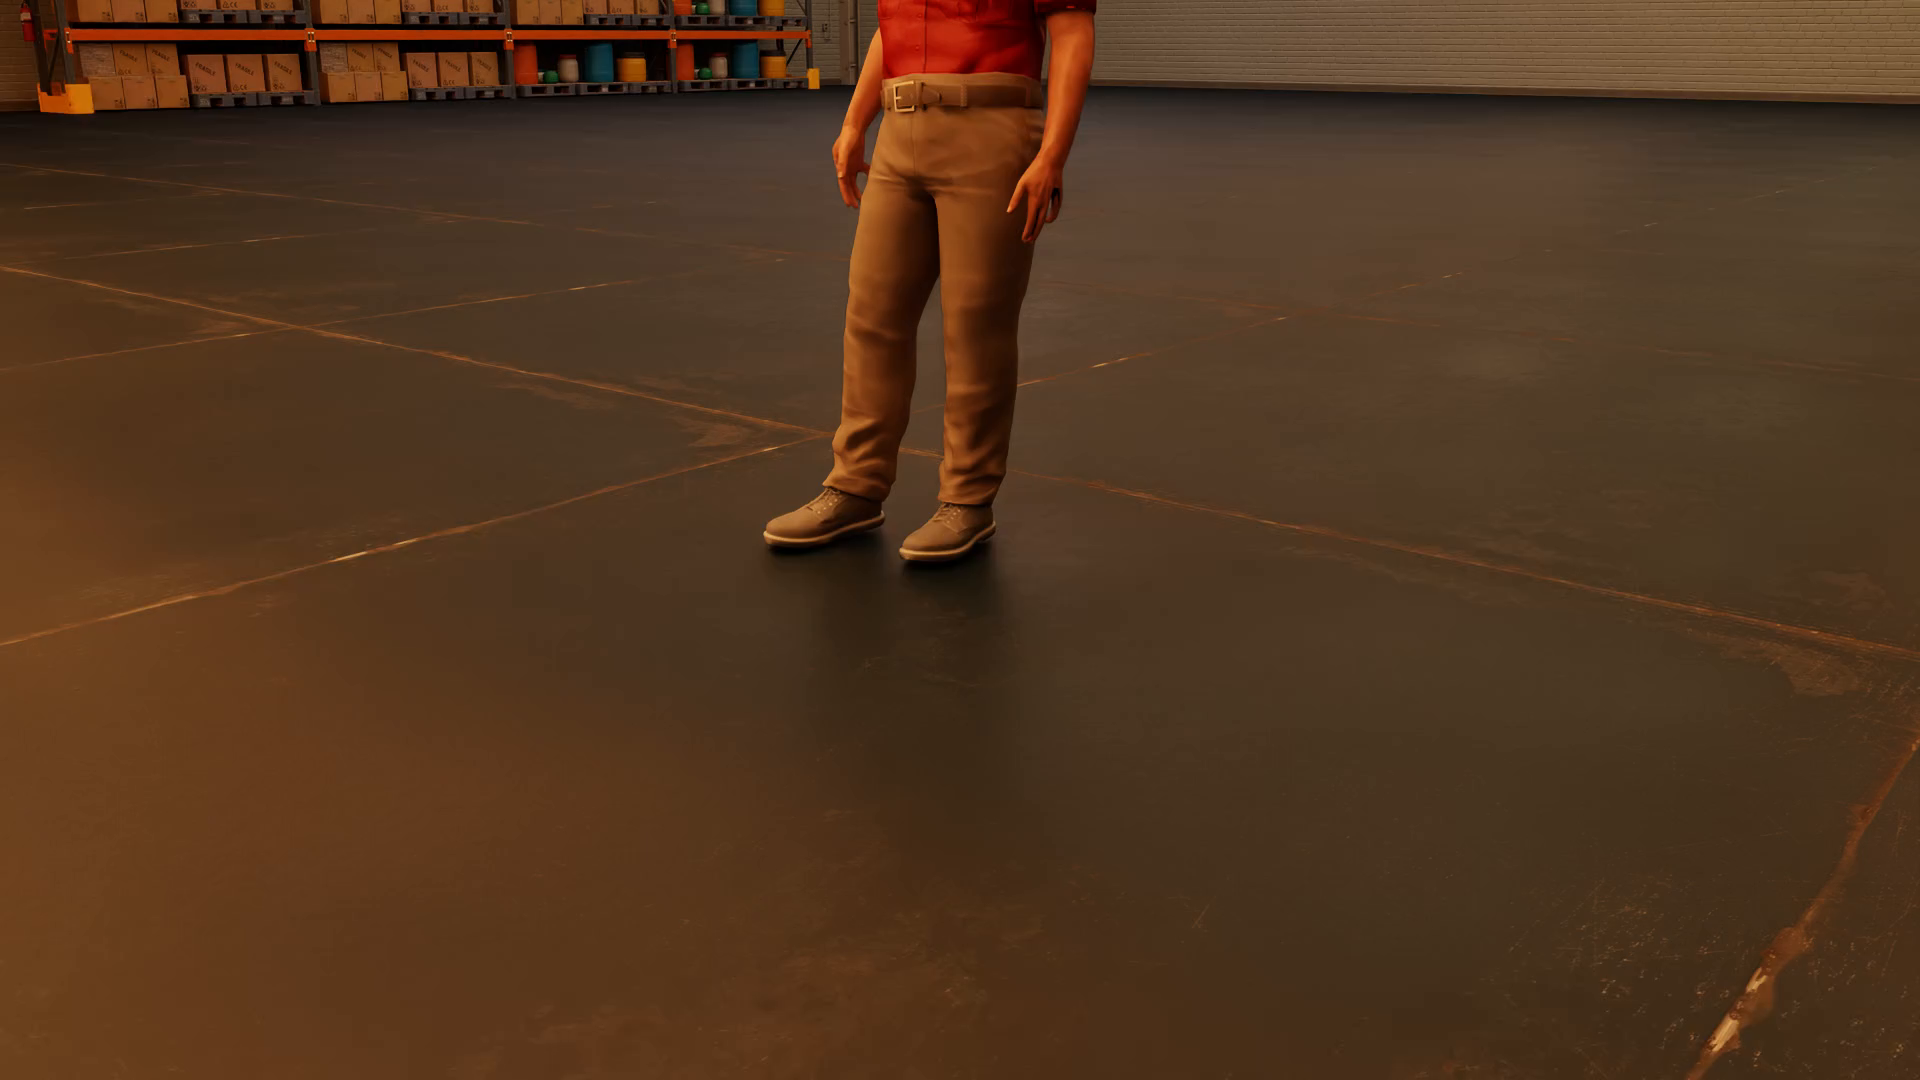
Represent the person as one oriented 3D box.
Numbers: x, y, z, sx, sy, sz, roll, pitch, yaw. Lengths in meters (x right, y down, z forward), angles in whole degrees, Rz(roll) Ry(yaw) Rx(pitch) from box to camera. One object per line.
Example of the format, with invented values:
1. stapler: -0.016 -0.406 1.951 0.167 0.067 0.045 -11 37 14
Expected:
1. person: -0.066 -0.817 3.629 0.641 1.727 0.550 13 21 37
